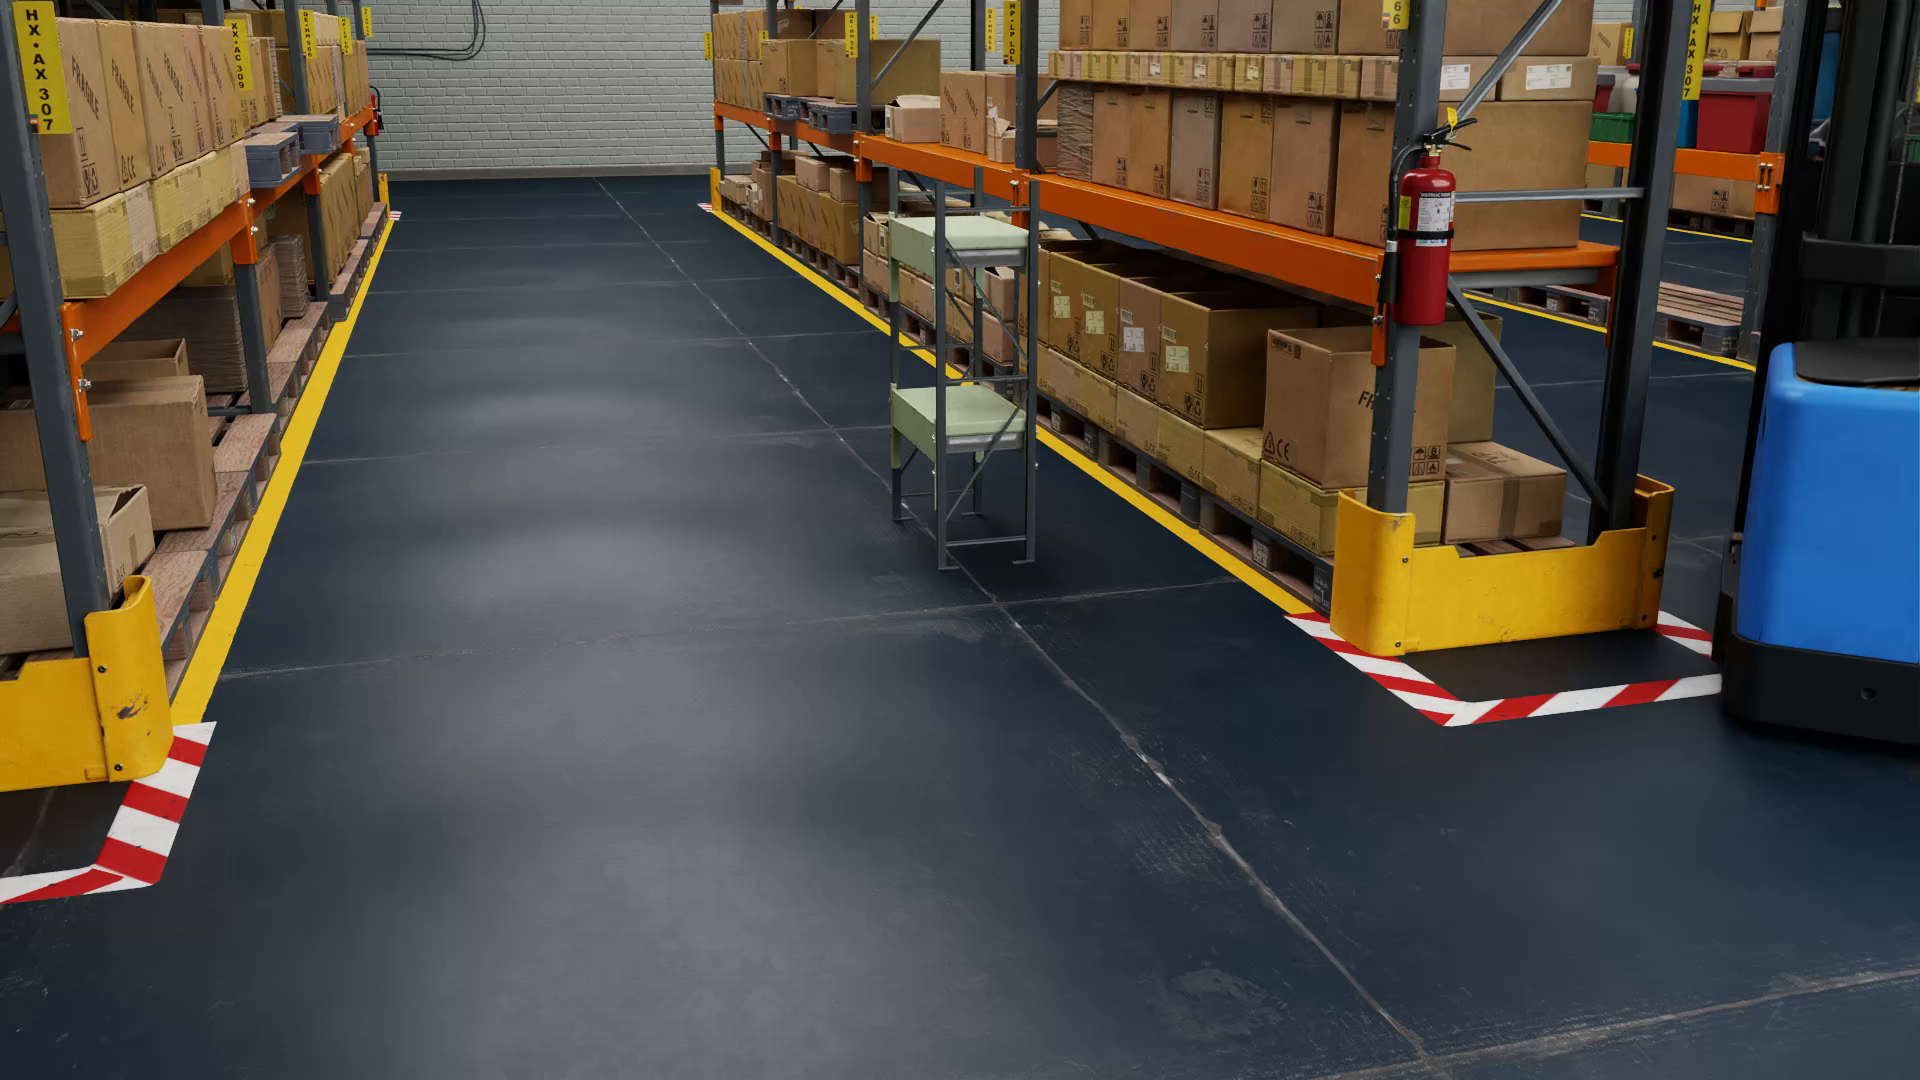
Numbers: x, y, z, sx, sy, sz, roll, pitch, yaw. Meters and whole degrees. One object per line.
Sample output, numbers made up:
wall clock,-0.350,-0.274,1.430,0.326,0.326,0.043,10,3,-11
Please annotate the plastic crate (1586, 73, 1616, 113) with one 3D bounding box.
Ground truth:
plastic crate,4.614,-3.300,12.614,0.402,0.464,0.583,-5,17,-15

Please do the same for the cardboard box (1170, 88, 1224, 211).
cardboard box,1.355,-1.744,7.369,0.700,0.500,0.500,-4,17,-14

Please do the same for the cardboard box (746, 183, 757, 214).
cardboard box,-2.034,-3.722,18.039,0.500,0.311,0.500,-5,17,-15

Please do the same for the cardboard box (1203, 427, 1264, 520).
cardboard box,1.319,-0.284,6.734,0.500,0.250,0.500,-5,17,-15

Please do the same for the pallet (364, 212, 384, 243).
pallet,-6.633,-3.283,17.516,1.003,0.211,1.213,-5,17,-15

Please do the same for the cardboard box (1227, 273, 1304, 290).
cardboard box,1.556,-0.962,7.687,0.500,0.500,0.500,-5,17,-15

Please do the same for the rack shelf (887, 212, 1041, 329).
rack shelf,0.002,-1.090,6.618,0.431,0.370,0.720,-5,17,-15

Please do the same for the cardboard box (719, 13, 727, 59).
cardboard box,-2.479,-5.802,19.143,0.500,0.500,0.500,-5,17,-15

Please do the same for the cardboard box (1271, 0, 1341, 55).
cardboard box,1.619,-2.097,6.289,0.700,0.500,0.500,-5,17,-17

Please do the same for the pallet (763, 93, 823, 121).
pallet,-1.284,-4.135,15.838,1.003,0.211,1.213,-5,17,-15

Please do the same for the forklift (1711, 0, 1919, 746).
forklift,3.381,-1.140,5.653,1.130,2.935,3.031,8,18,24

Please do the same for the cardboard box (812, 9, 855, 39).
cardboard box,-1.258,-5.136,16.925,0.500,0.500,0.500,-4,17,-14

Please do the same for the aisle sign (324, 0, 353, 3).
aisle sign,-6.991,-6.459,18.723,0.394,0.787,0.004,-5,17,-15

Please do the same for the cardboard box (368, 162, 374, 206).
cardboard box,-6.971,-3.989,18.632,0.700,0.500,0.500,-5,17,-15

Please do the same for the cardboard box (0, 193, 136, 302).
cardboard box,-2.692,-0.843,4.769,0.500,0.250,0.500,-5,17,-17

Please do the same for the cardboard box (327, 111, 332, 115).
cardboard box,-5.543,-3.598,14.118,0.380,0.149,0.250,-5,17,-15

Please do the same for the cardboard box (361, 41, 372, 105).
cardboard box,-7.110,-5.174,18.441,0.980,0.700,0.700,-4,17,-13

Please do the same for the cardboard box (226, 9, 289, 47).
cardboard box,-4.946,-3.671,11.929,0.500,0.250,0.500,-4,17,-14

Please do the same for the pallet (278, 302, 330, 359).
pallet,-4.848,-1.406,11.266,1.003,0.211,1.213,-5,17,-15

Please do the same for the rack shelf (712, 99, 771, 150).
rack shelf,-1.948,-4.666,18.520,1.077,0.370,4.000,-5,17,-15

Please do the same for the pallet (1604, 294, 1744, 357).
pallet,5.310,-1.513,11.623,1.003,0.211,1.213,-5,17,-15

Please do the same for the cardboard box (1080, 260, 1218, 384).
cardboard box,0.901,-1.058,8.006,0.500,0.500,0.500,-5,17,-15

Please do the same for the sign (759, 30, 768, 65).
sign,-1.918,-4.826,16.301,0.100,0.325,0.005,-5,17,-15

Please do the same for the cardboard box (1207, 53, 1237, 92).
cardboard box,1.254,-1.945,6.911,0.380,0.149,0.250,-4,17,-14

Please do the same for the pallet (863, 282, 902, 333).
pallet,-0.111,-1.784,12.525,1.003,0.211,1.213,-5,17,-15

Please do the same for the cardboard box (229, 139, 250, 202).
cardboard box,-3.540,-1.682,7.564,0.500,0.250,0.500,-5,17,-15

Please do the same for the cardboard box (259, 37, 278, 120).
cardboard box,-4.743,-2.935,10.569,0.700,0.500,0.500,-6,18,-20

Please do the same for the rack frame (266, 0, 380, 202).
rack frame,-7.260,-5.171,18.951,1.000,3.000,0.127,-5,17,-15

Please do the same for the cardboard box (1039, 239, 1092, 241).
cardboard box,0.650,-1.813,10.848,0.500,0.311,0.500,-5,18,-17

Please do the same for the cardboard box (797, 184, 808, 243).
cardboard box,-1.213,-3.032,15.412,0.500,0.500,0.500,-4,17,-15

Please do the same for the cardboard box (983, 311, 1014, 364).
cardboard box,0.407,-1.220,9.849,0.500,0.250,0.500,-5,17,-16

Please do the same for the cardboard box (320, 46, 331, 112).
cardboard box,-5.219,-3.595,12.981,0.500,0.500,0.500,-5,17,-16

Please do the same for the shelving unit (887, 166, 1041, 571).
shelving unit,0.002,-0.716,6.730,0.431,1.500,0.755,-5,17,-15

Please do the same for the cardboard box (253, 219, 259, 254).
cardboard box,-4.571,-1.831,10.110,0.500,0.250,0.500,-5,17,-16

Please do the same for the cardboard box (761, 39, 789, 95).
cardboard box,-1.484,-4.557,16.005,0.700,0.500,0.500,-12,20,-34

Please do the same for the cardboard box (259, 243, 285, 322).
cardboard box,-4.784,-1.625,10.727,0.700,0.500,0.500,-5,17,-15

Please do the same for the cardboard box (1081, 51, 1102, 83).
cardboard box,0.829,-2.372,8.334,0.380,0.149,0.250,-5,17,-17

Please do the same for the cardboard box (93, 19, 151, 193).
cardboard box,-2.831,-1.335,5.105,0.500,0.500,0.500,-5,17,-15

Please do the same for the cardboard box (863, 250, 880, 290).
cardboard box,-0.438,-2.067,12.667,0.500,0.250,0.500,-5,17,-15

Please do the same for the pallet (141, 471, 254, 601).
pallet,-3.405,0.005,6.568,1.003,0.211,1.213,-5,17,-15

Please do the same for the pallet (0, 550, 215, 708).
pallet,-3.073,0.342,5.446,1.003,0.211,1.213,-5,17,-15

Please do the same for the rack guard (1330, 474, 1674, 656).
rack guard,1.906,0.066,5.863,1.175,0.500,0.348,-5,17,-15

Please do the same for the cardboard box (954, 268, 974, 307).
cardboard box,0.264,-1.630,10.238,0.500,0.311,0.500,-4,17,-14

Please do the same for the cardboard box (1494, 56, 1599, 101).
cardboard box,1.998,-1.622,5.835,0.380,0.149,0.250,-5,17,-16

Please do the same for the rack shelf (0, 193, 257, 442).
rack shelf,-3.412,-0.954,6.163,1.077,0.370,4.000,-5,17,-15

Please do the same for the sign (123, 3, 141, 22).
sign,-5.594,-3.467,11.269,0.100,0.325,0.005,-5,17,-15

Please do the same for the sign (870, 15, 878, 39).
sign,-0.866,-5.056,16.558,0.100,0.325,0.005,-5,17,-15

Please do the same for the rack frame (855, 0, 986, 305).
rack frame,-0.299,-3.350,12.892,1.000,3.000,0.127,-5,17,-15

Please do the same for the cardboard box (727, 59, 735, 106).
cardboard box,-2.347,-5.186,18.830,0.500,0.500,0.500,-5,17,-15

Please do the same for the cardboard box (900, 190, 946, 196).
cardboard box,-0.432,-2.796,14.626,0.500,0.500,0.500,-5,17,-16

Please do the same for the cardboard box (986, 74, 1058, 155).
cardboard box,0.460,-2.651,10.391,0.500,0.500,0.500,-3,17,-11

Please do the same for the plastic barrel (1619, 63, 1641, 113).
plastic barrel,5.191,-3.304,12.502,0.433,0.535,0.433,0,17,0

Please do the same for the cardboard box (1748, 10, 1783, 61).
cardboard box,8.674,-5.230,17.231,0.797,0.503,0.637,-4,17,-13

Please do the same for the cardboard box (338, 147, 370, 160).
cardboard box,-6.761,-4.278,18.469,0.380,0.149,0.250,-5,17,-16
